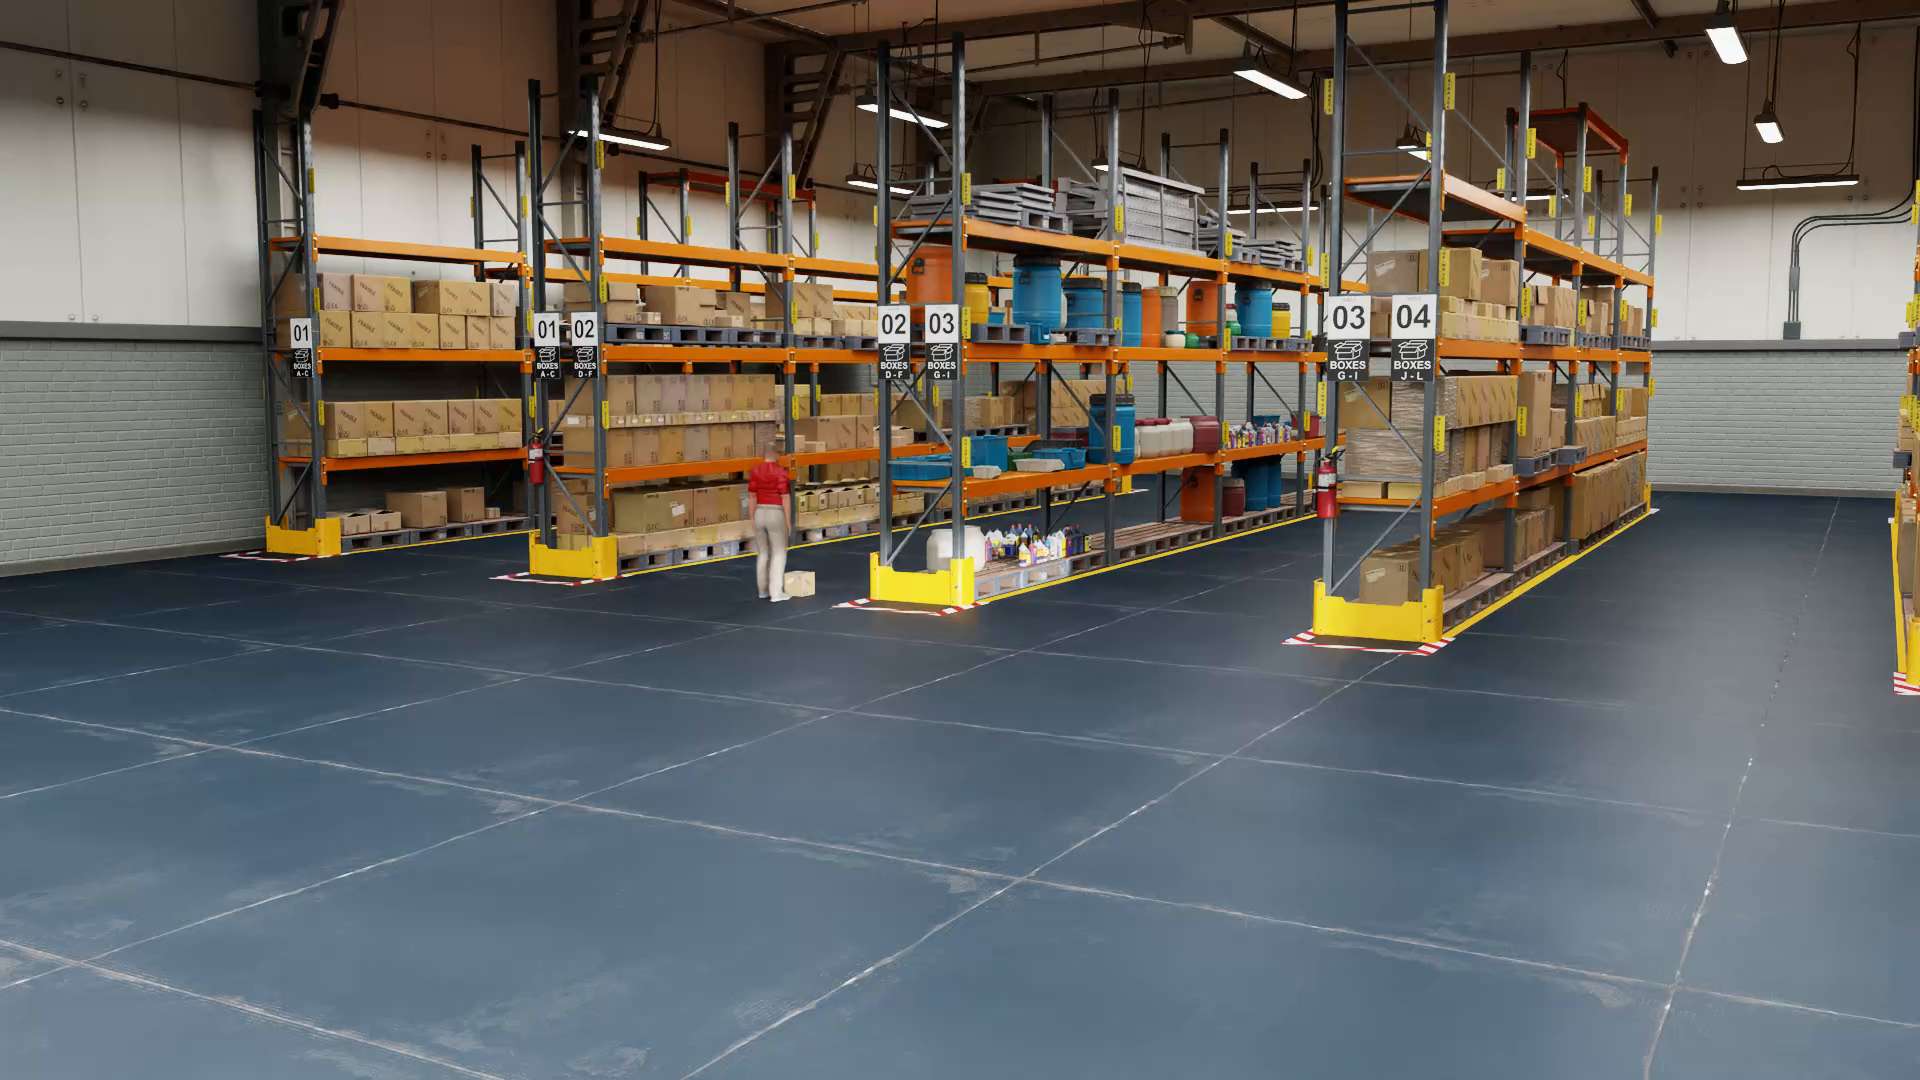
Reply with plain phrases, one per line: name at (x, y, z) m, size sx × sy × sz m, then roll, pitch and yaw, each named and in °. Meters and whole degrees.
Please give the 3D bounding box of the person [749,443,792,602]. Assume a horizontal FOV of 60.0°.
person at (-2.022, -0.209, 18.214) m, size 0.533 × 1.724 × 0.494 m, roll 3°, pitch 7°, yaw 30°
